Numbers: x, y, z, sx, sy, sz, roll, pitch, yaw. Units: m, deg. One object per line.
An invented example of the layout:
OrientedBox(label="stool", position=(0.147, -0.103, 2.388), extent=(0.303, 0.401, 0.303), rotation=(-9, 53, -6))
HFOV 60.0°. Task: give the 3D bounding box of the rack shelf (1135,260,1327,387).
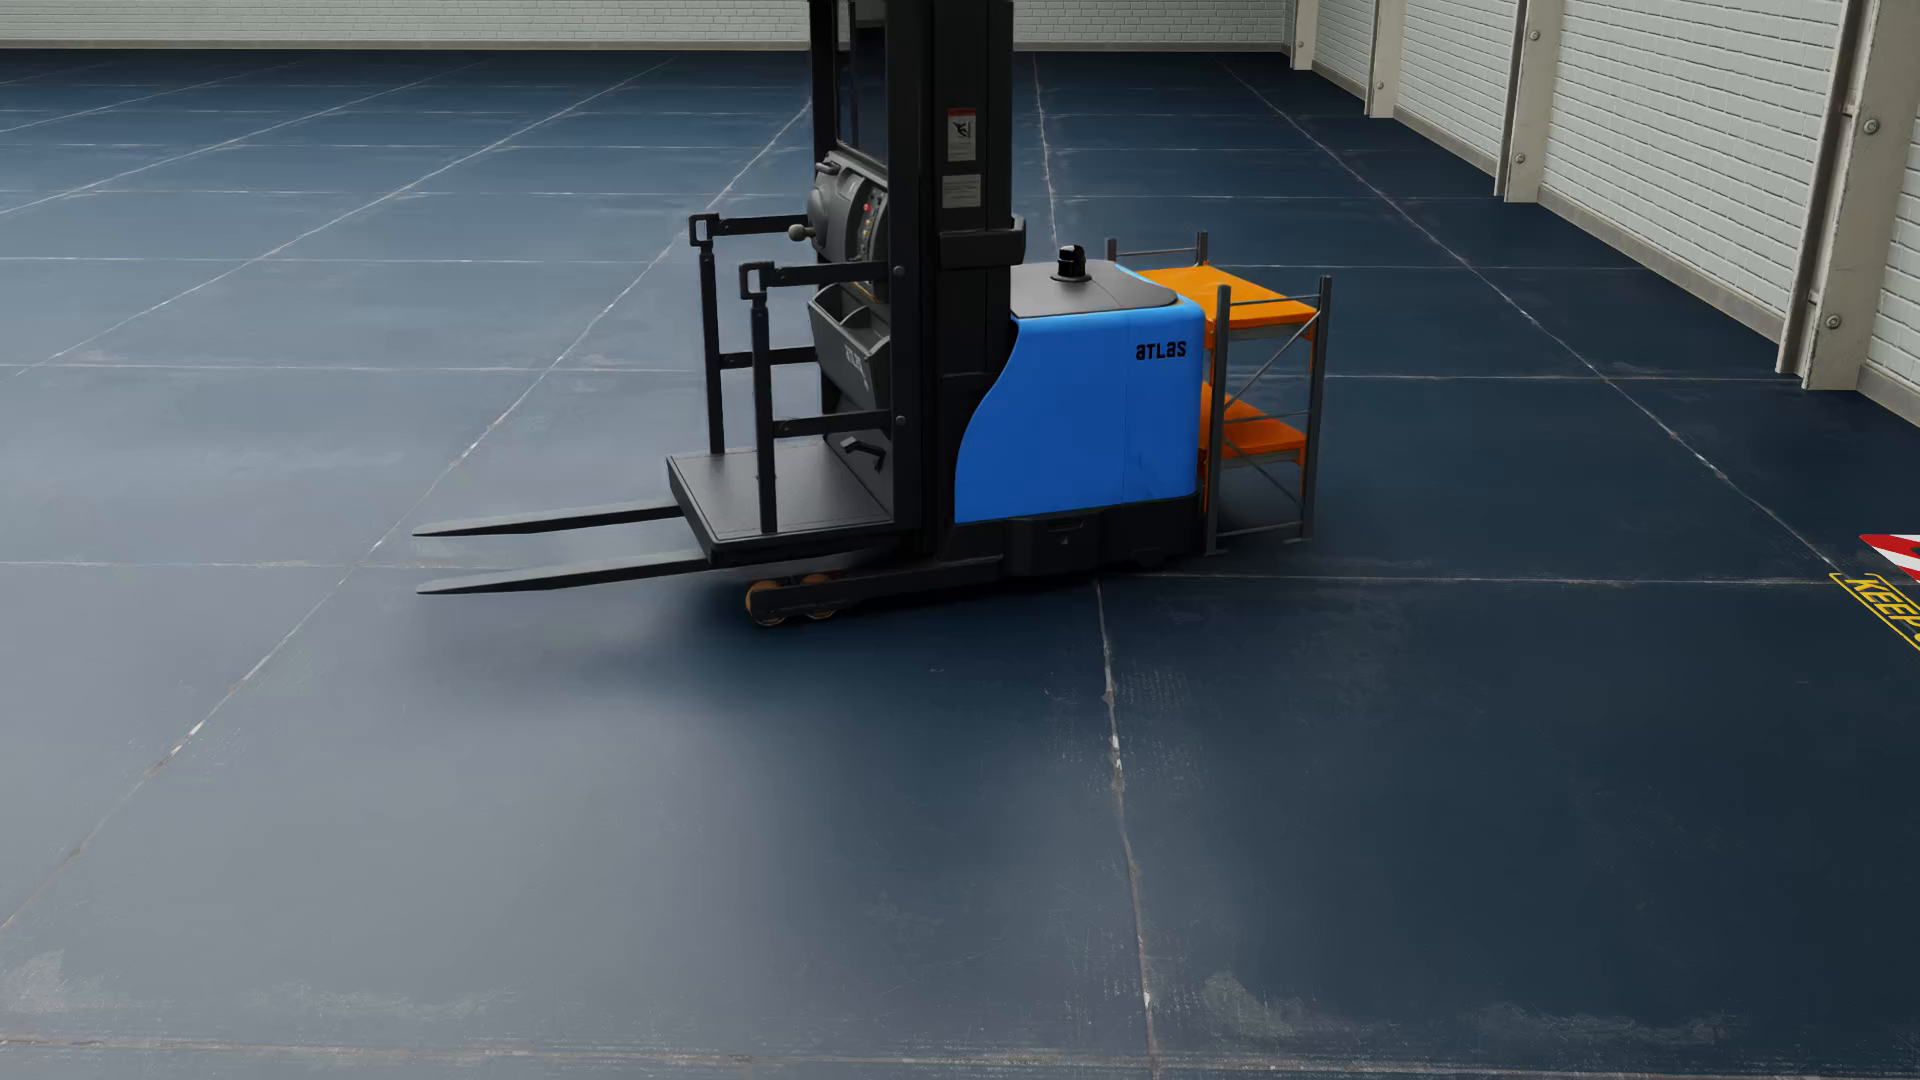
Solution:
OrientedBox(label="rack shelf", position=(1.062, -0.941, 7.089), extent=(0.538, 0.278, 1.000), rotation=(-8, 23, -19))

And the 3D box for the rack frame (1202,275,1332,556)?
OrientedBox(label="rack frame", position=(1.243, -0.496, 6.752), extent=(0.500, 1.125, 0.032), rotation=(-8, 23, -19))

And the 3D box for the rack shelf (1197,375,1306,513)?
OrientedBox(label="rack shelf", position=(1.062, -0.440, 7.284), extent=(0.538, 0.278, 1.000), rotation=(-8, 23, -19))

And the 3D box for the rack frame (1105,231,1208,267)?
OrientedBox(label="rack frame", position=(0.882, -0.840, 7.638), extent=(0.500, 1.125, 0.032), rotation=(-8, 23, -19))

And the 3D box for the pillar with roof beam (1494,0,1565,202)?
OrientedBox(label="pillar with roof beam", position=(0.699, -7.311, 13.432), extent=(9.100, 9.000, 0.400), rotation=(1, 21, 2))

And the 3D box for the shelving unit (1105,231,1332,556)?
OrientedBox(label="shelving unit", position=(1.062, -0.668, 7.195), extent=(0.538, 1.125, 1.048), rotation=(-8, 23, -19))

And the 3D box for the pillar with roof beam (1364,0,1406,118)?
OrientedBox(label="pillar with roof beam", position=(0.882, -9.481, 19.023), extent=(9.100, 9.000, 0.400), rotation=(1, 21, 2))

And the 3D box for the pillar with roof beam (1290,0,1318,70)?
OrientedBox(label="pillar with roof beam", position=(1.064, -11.650, 24.614), extent=(9.100, 9.000, 0.400), rotation=(1, 21, 2))

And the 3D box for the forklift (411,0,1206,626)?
OrientedBox(label="forklift", position=(-0.610, -1.261, 6.227), extent=(3.031, 2.935, 1.130), rotation=(-7, 22, -17))

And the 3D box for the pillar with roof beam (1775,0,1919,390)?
OrientedBox(label="pillar with roof beam", position=(0.517, -5.142, 7.840), extent=(9.100, 9.000, 0.400), rotation=(1, 21, 2))
